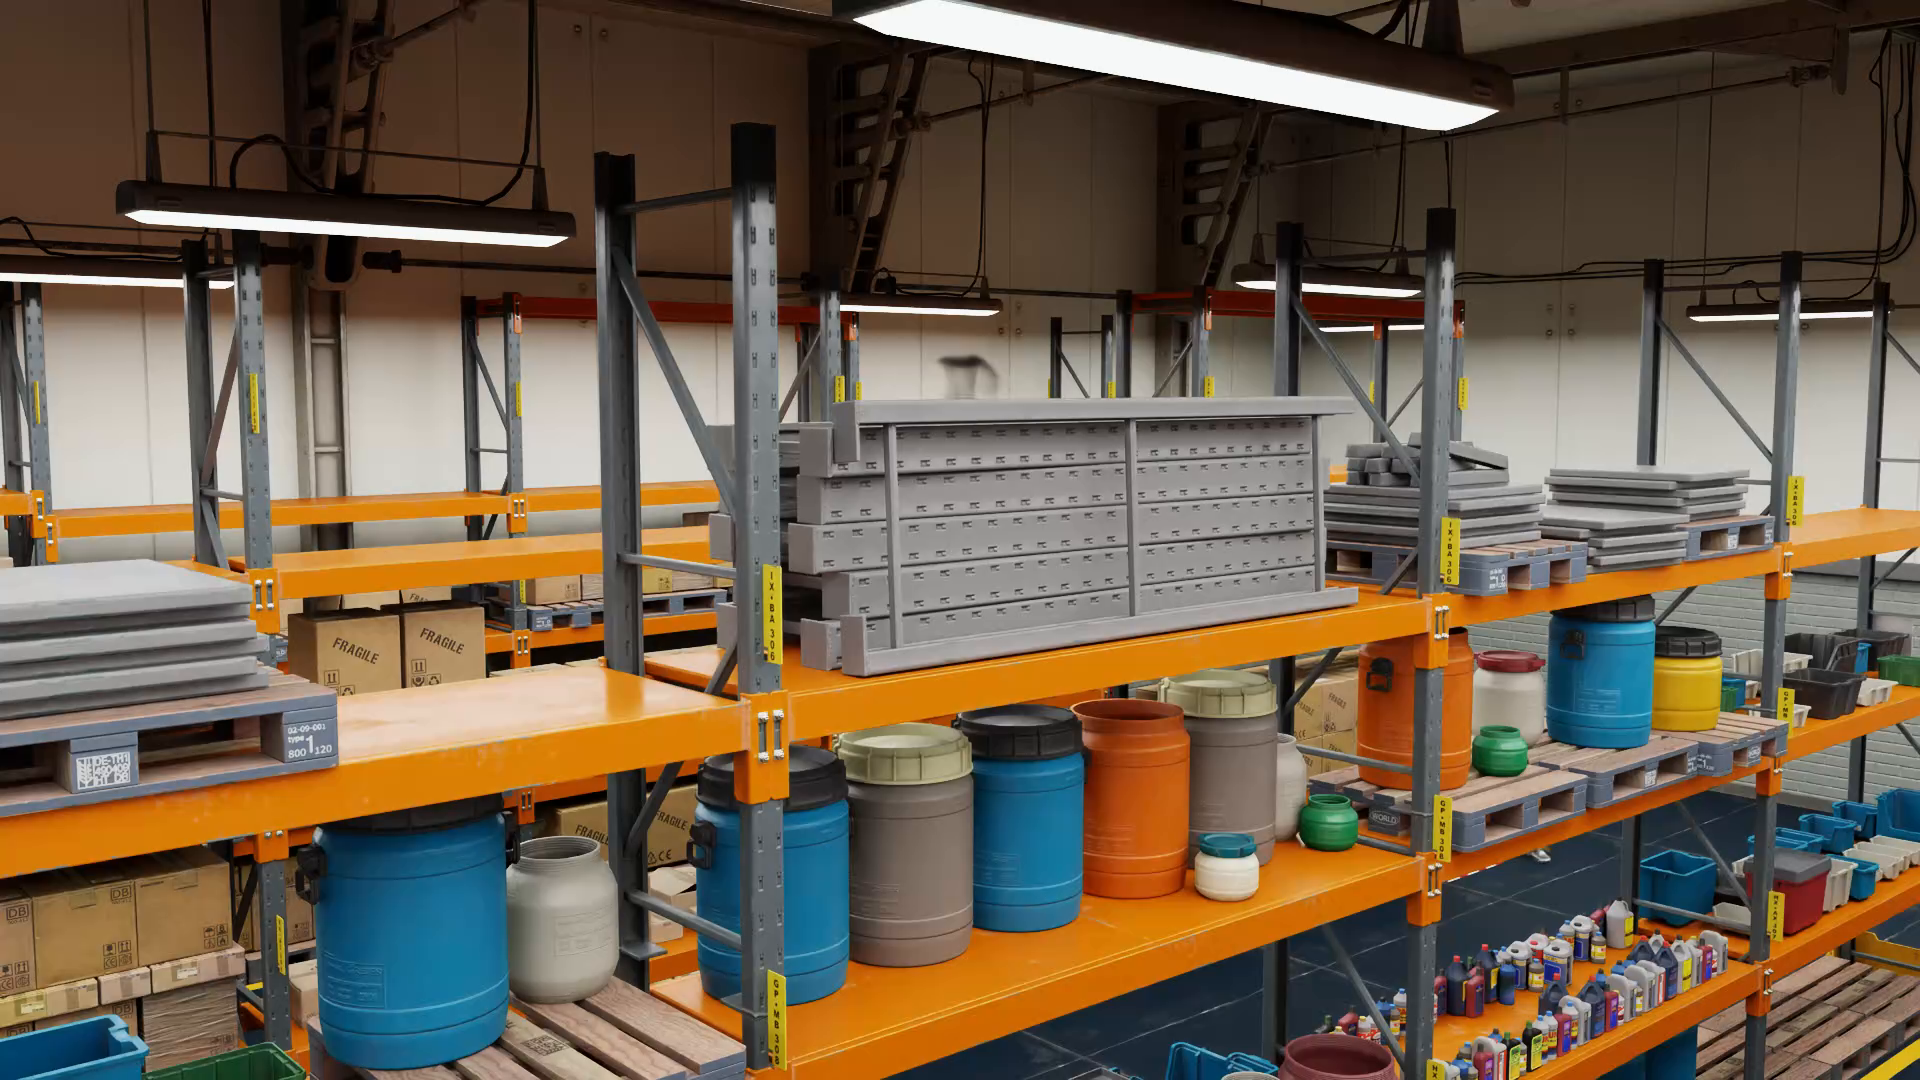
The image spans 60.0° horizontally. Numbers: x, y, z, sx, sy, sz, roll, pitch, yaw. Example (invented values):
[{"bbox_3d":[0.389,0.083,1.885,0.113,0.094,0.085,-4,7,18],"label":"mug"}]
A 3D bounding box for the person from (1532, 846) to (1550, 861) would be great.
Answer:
[{"bbox_3d":[6.121,2.726,17.787,0.623,1.493,0.506,-1,6,-14],"label":"person"}]
